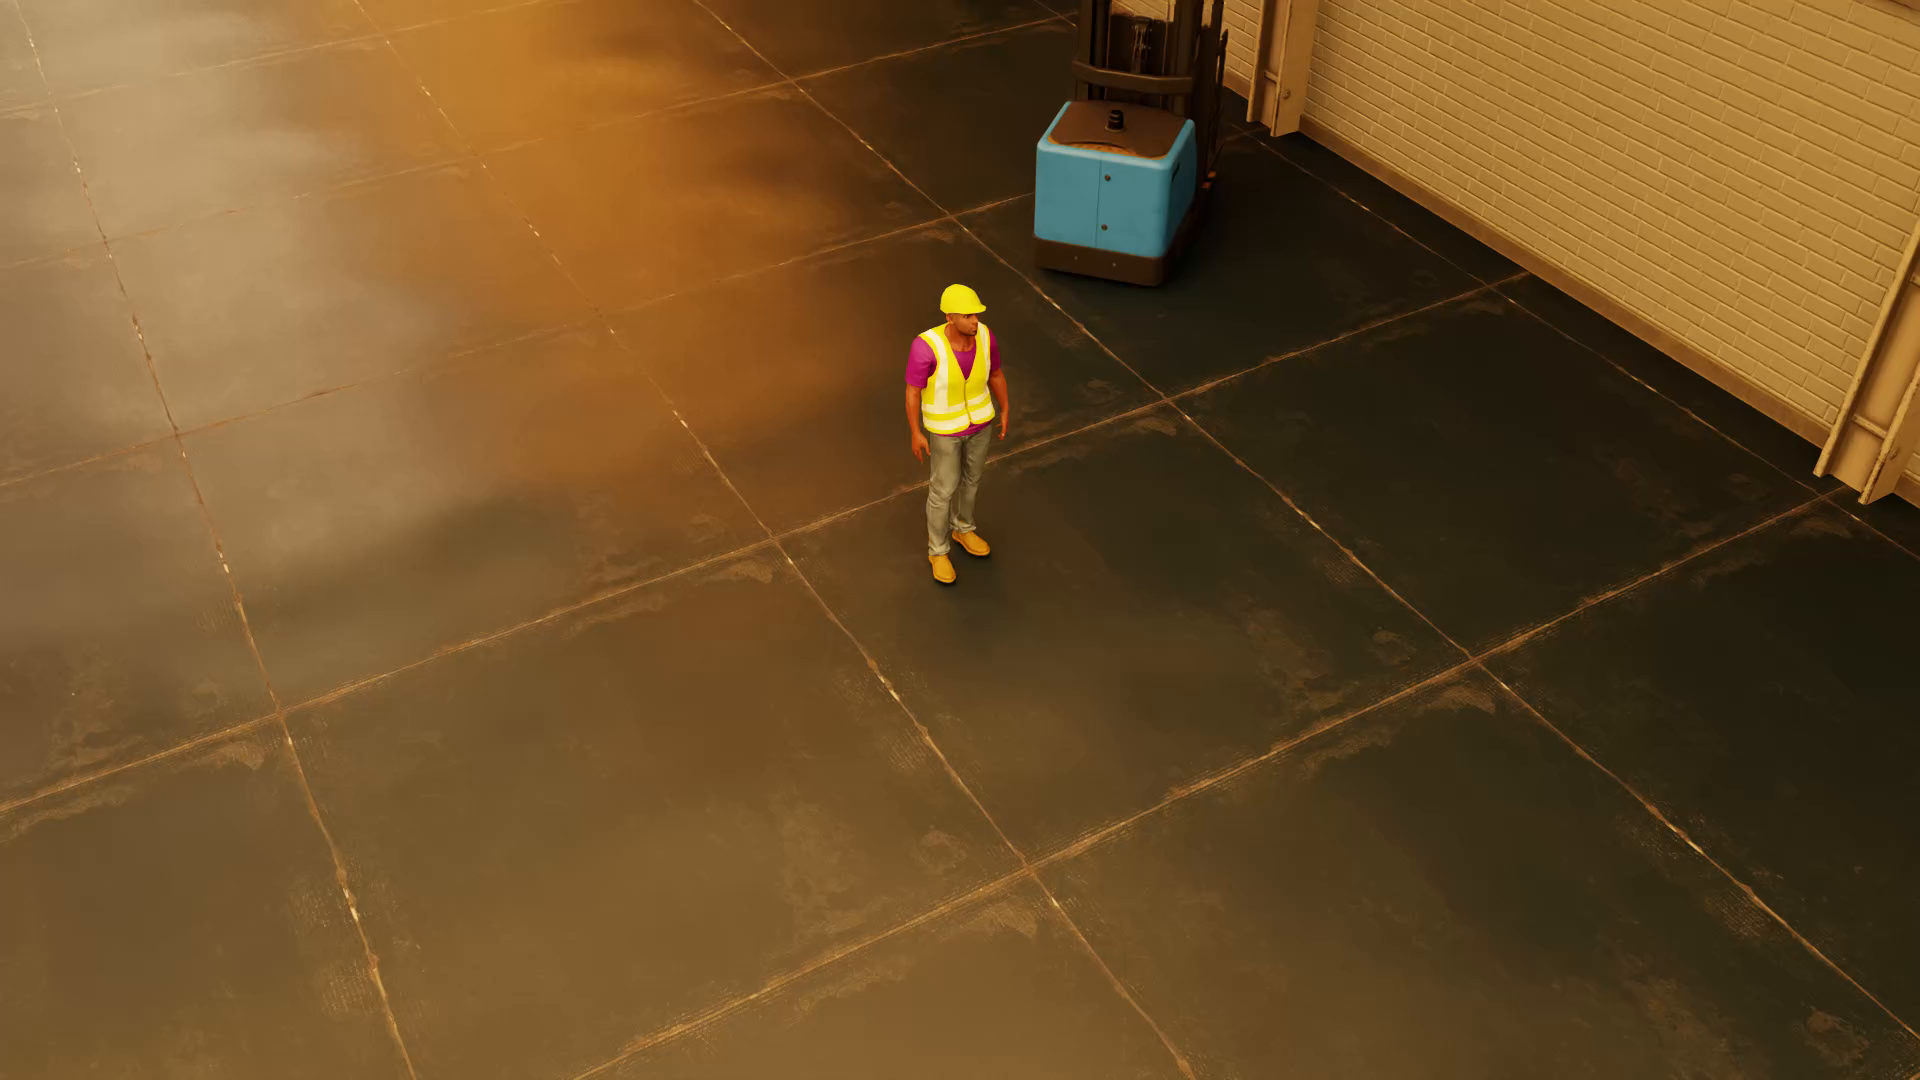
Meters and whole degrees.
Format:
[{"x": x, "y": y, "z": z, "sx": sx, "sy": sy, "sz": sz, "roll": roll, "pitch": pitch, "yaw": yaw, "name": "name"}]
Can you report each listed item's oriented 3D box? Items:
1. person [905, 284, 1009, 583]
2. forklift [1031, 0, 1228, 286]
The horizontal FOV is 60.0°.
[{"x": 0.031, "y": -0.645, "z": 9.715, "sx": 0.666, "sy": 1.768, "sz": 0.575, "roll": -20, "pitch": 44, "yaw": -23, "name": "person"}, {"x": 1.516, "y": -3.985, "z": 12.841, "sx": 1.130, "sy": 2.935, "sz": 3.031, "roll": 13, "pitch": 41, "yaw": 15, "name": "forklift"}]
